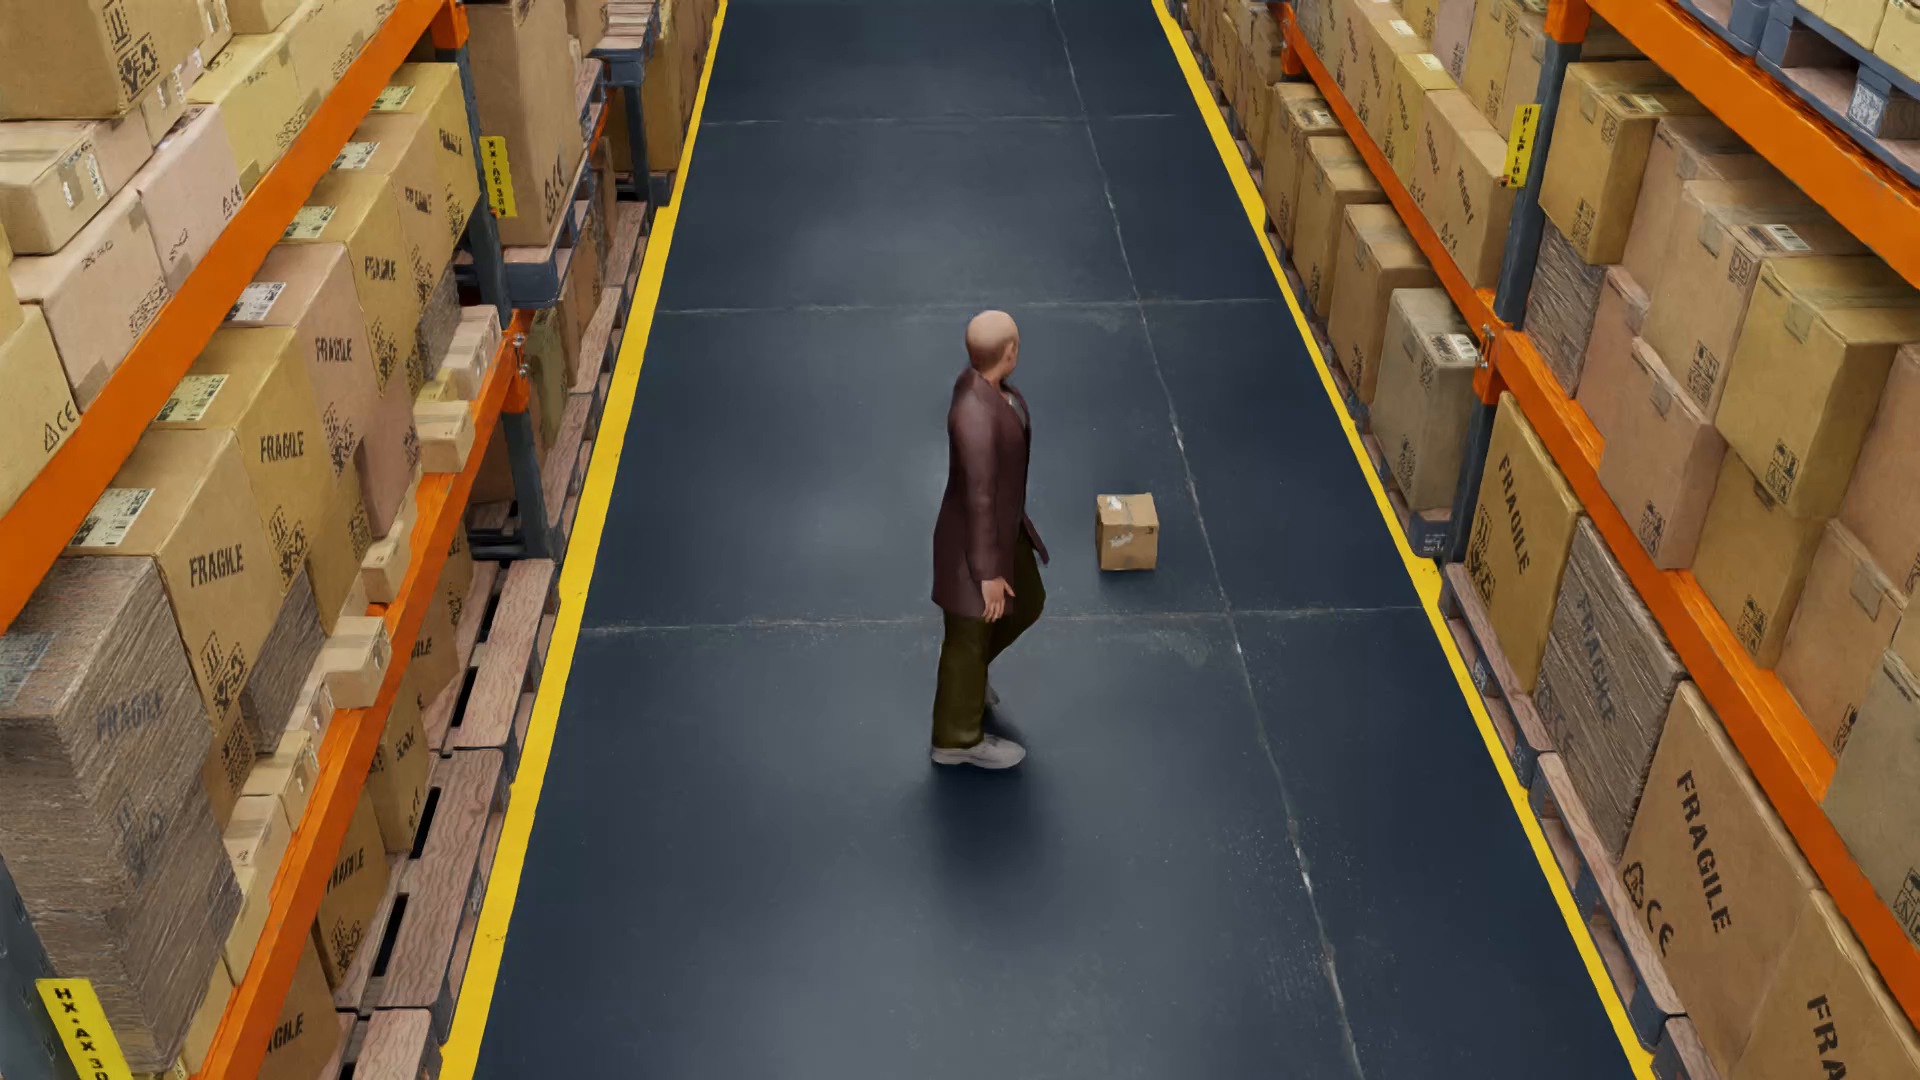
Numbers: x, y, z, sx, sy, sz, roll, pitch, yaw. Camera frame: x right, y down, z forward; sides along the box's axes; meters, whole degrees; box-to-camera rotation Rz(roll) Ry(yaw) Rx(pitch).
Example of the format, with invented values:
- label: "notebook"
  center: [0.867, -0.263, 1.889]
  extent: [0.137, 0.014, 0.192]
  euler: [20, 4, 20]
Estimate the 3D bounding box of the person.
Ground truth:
- label: "person"
  center: [0.088, -0.009, 6.169]
  extent: [0.464, 1.749, 0.666]
  euler: [8, 36, 12]
